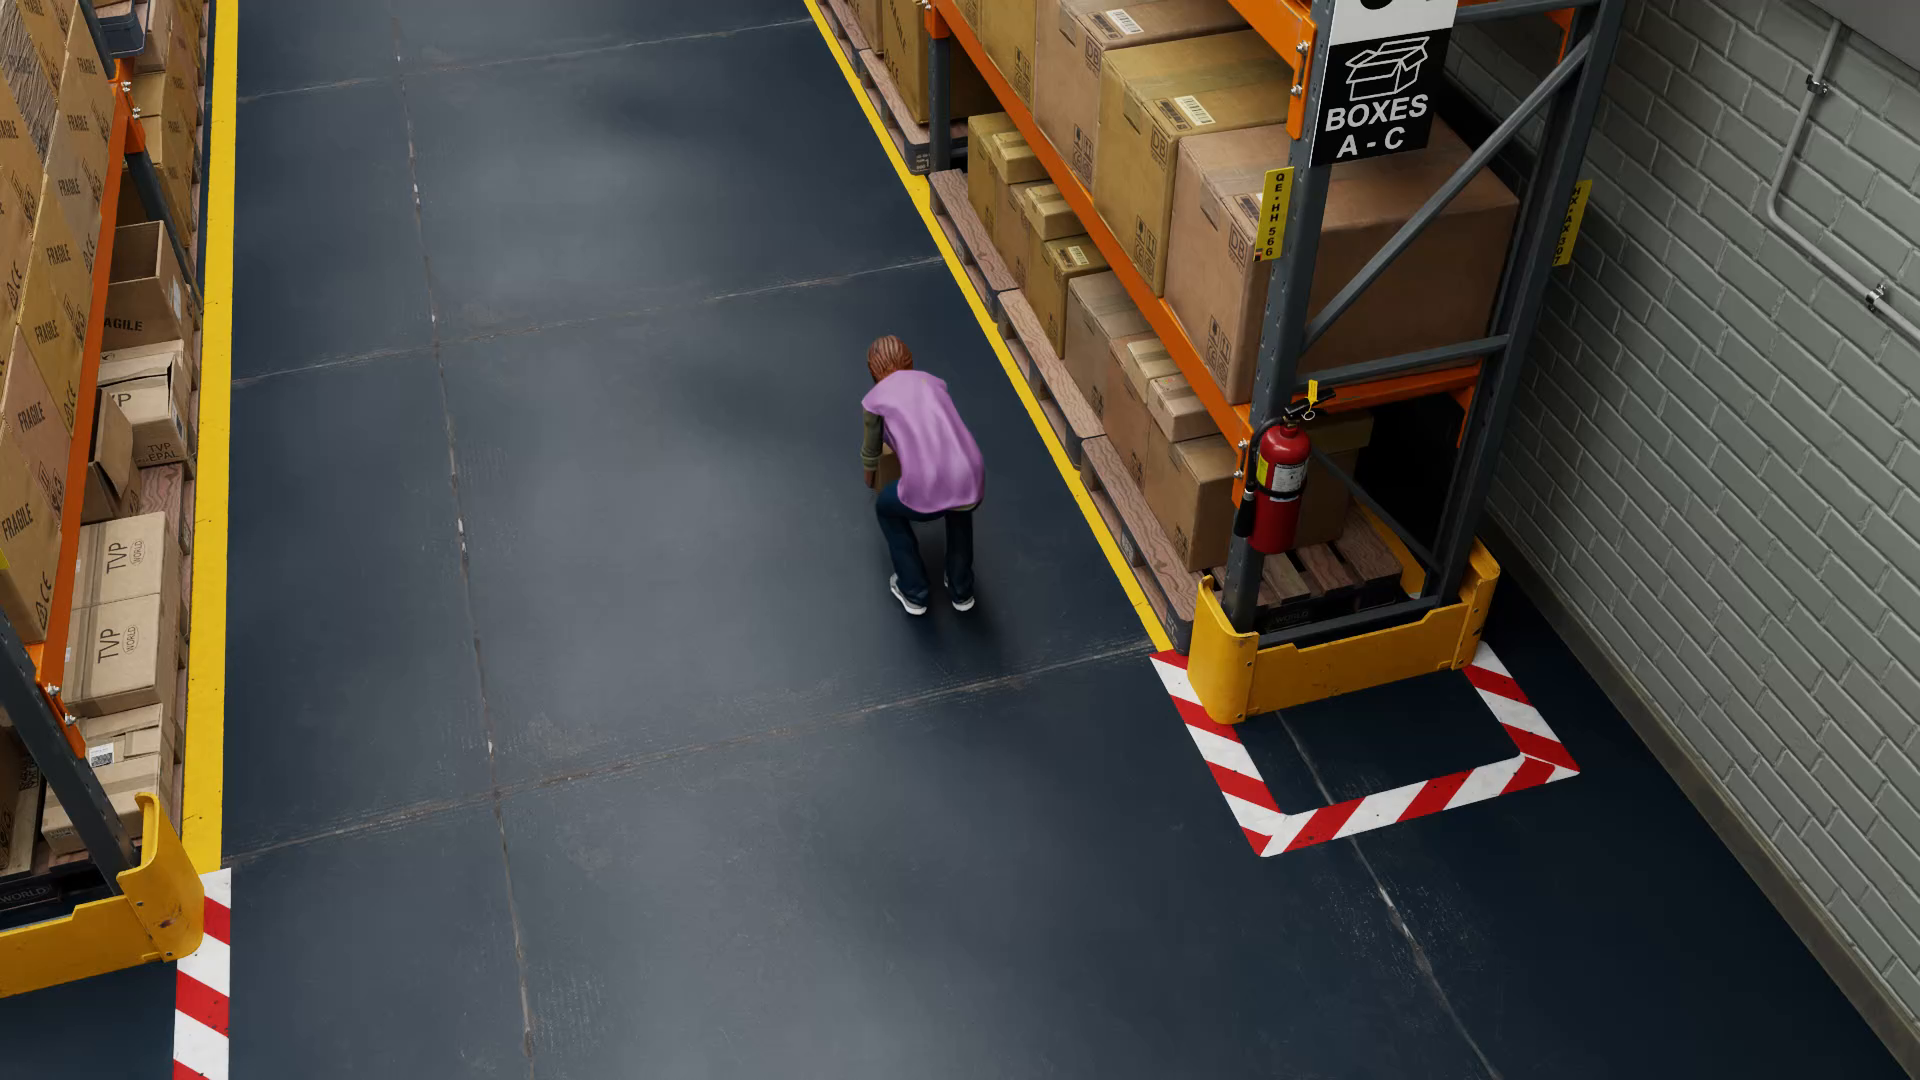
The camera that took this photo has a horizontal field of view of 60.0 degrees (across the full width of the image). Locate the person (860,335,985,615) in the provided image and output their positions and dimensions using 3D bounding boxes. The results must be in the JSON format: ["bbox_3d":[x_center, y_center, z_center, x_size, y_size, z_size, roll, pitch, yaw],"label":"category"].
[{"bbox_3d":[-0.174,-0.226,6.840,0.376,1.018,0.857,-14,45,-15],"label":"person"}]
